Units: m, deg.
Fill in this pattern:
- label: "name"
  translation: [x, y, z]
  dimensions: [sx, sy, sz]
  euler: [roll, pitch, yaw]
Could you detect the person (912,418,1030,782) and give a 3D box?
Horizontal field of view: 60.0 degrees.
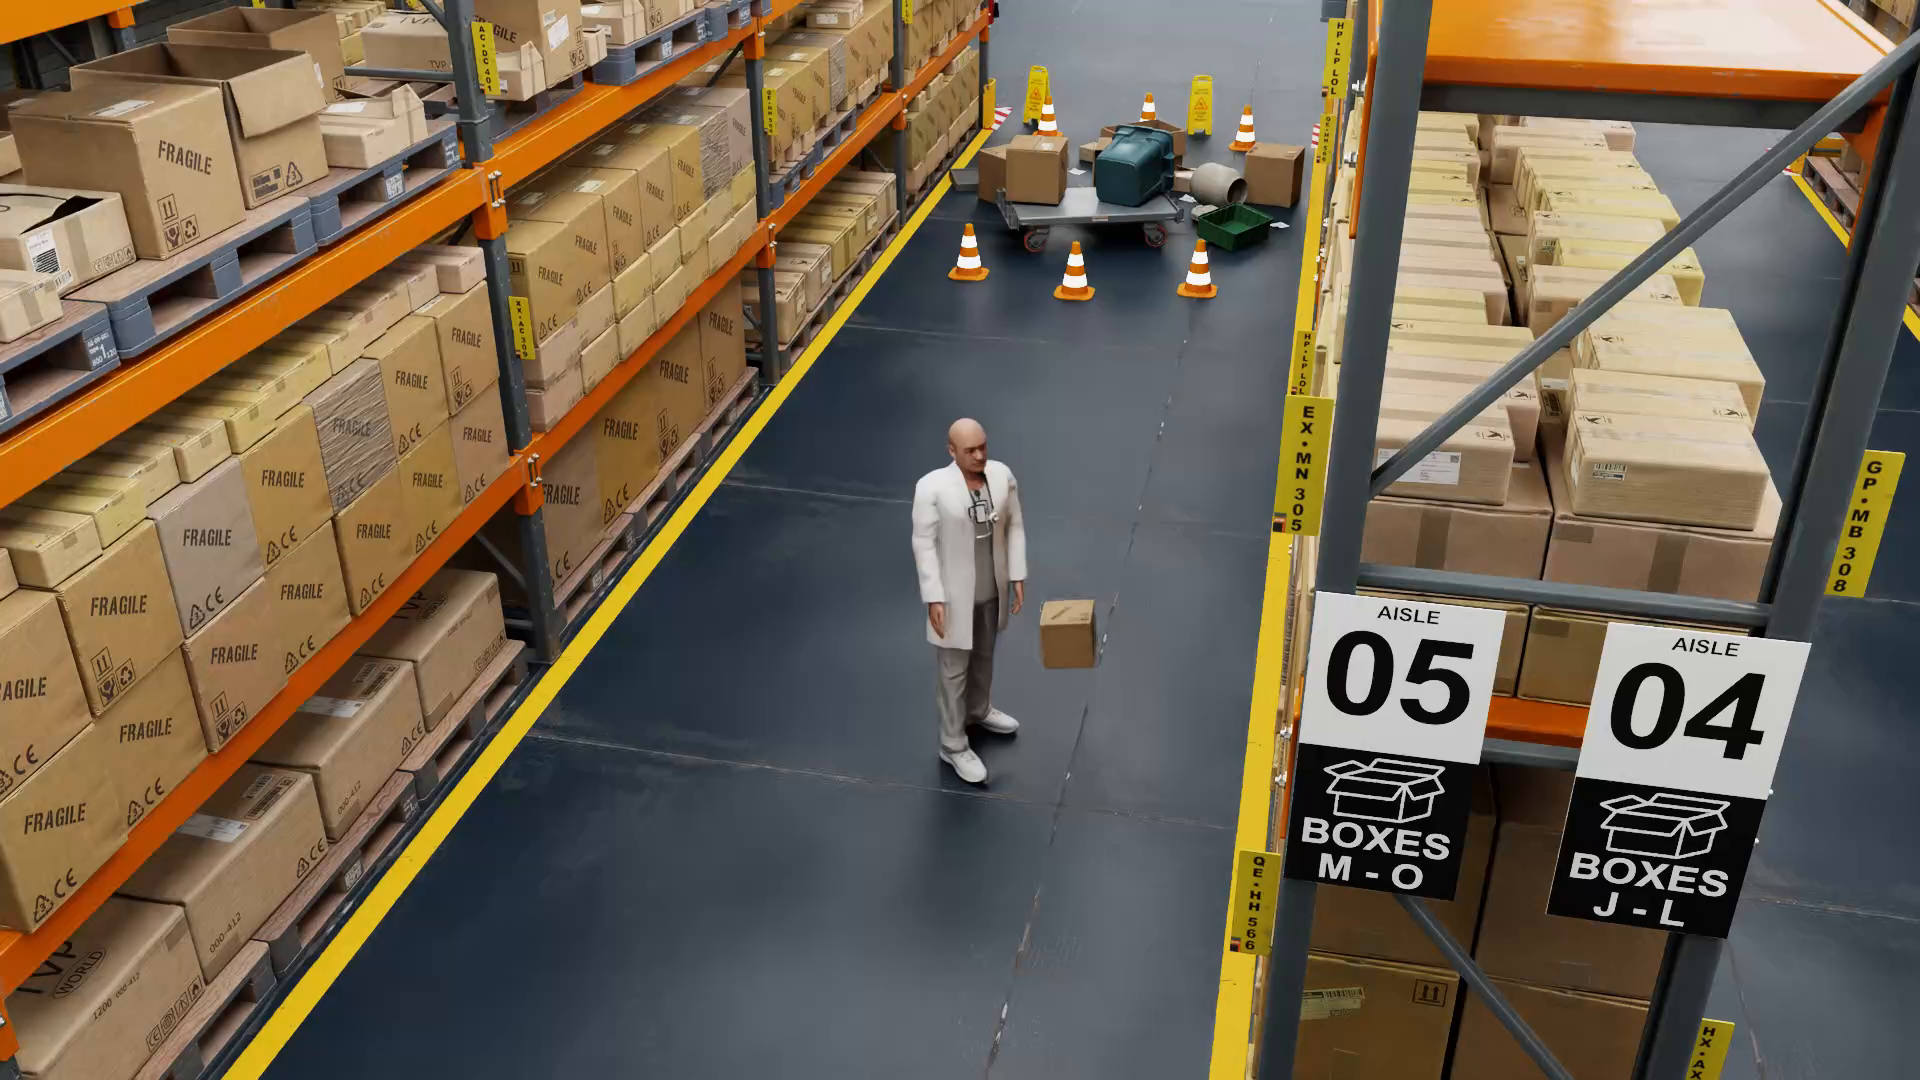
- label: "person"
  translation: [0.094, 0.276, 8.099]
  dimensions: [0.640, 1.778, 0.613]
  euler: [-18, 33, -29]
